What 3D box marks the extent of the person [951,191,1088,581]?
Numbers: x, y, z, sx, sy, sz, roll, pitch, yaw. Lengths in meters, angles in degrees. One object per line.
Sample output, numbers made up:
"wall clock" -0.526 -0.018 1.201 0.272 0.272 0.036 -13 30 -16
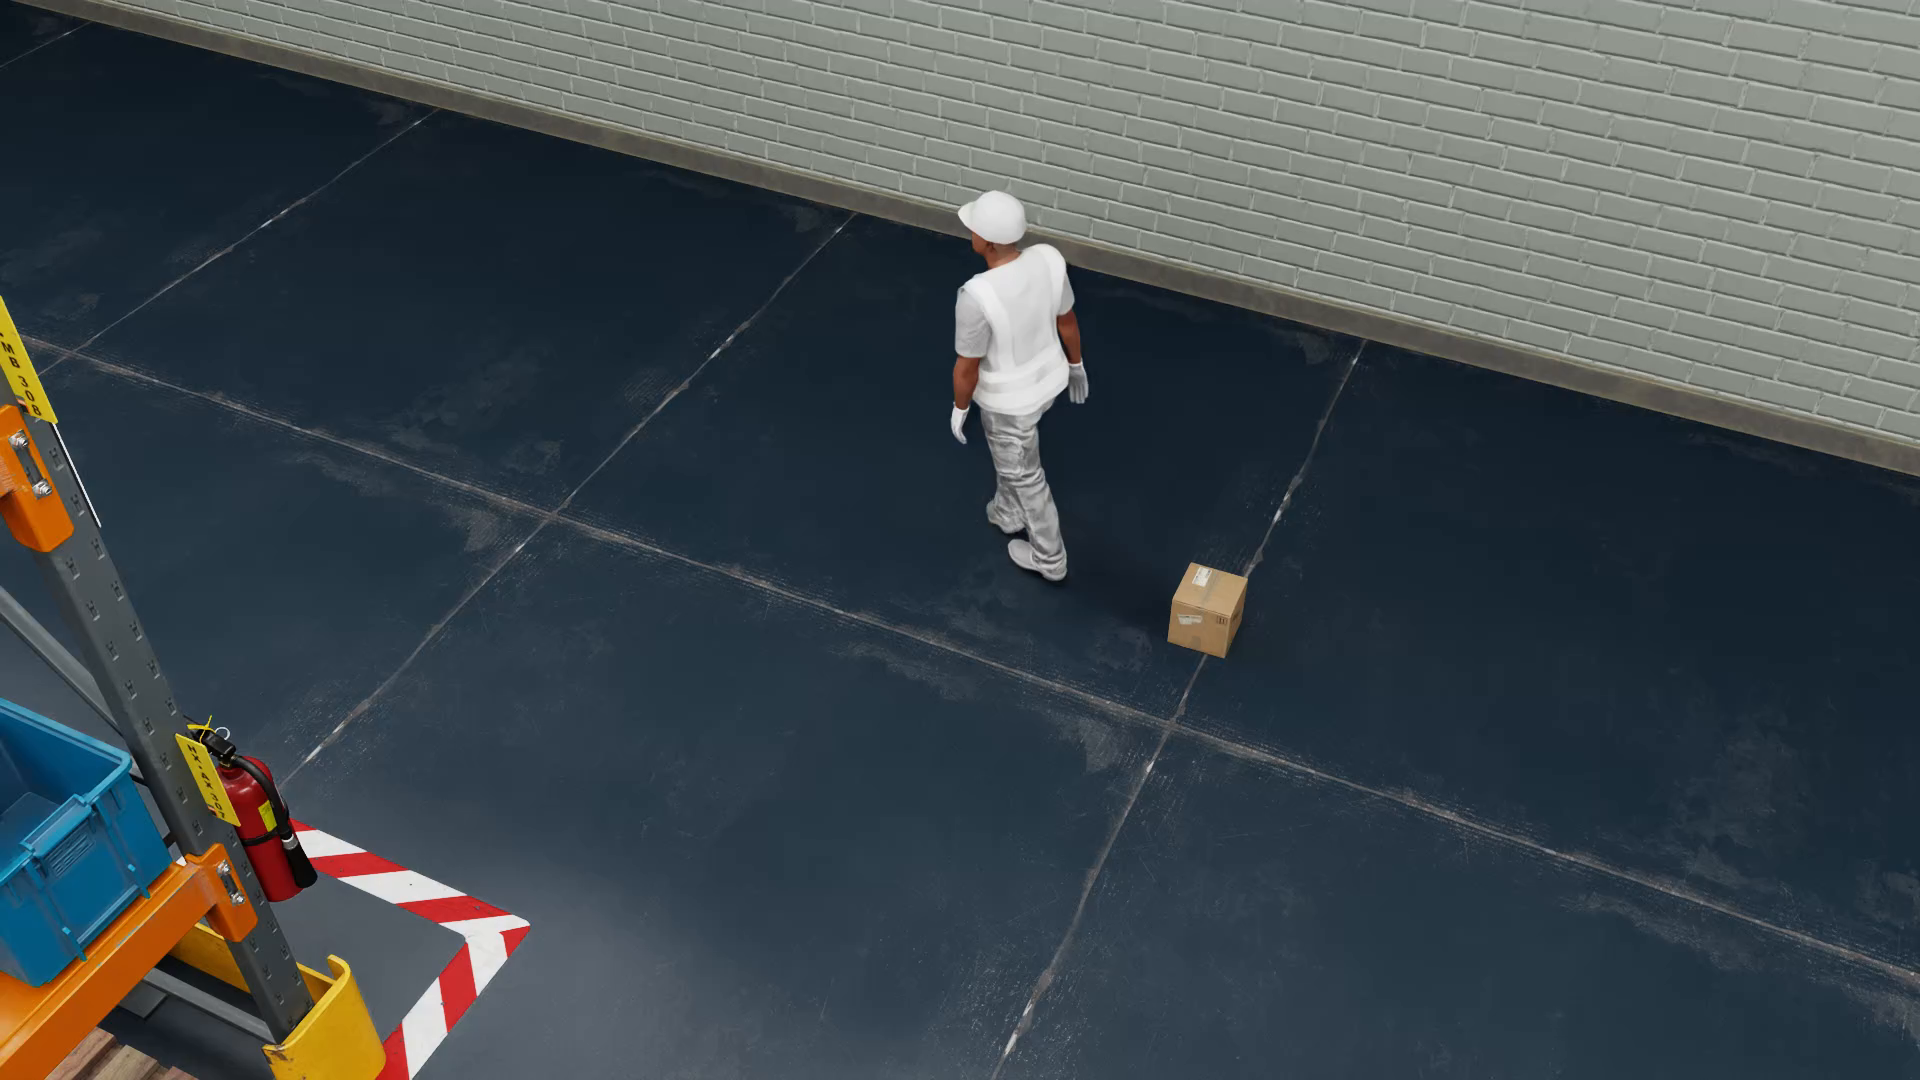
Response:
"person" 0.230 -0.594 6.828 0.601 1.812 0.592 30 50 29
